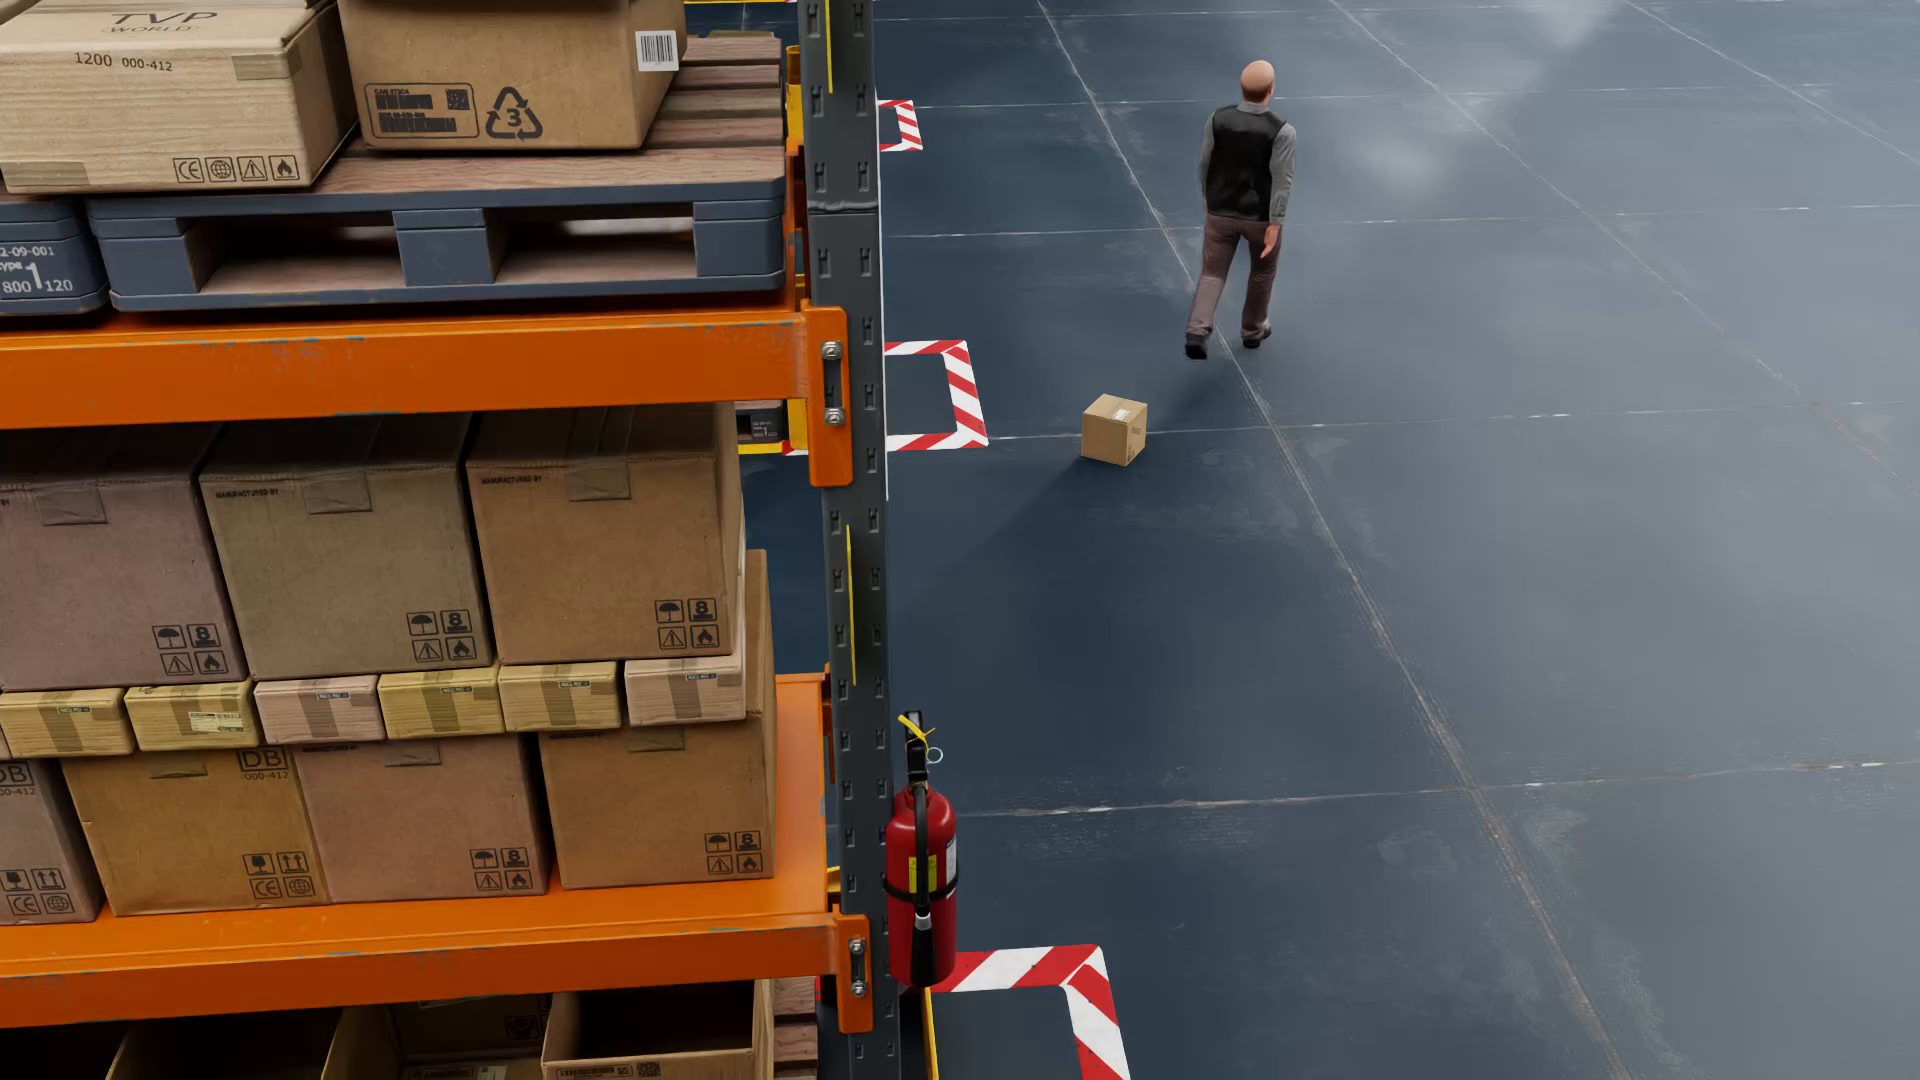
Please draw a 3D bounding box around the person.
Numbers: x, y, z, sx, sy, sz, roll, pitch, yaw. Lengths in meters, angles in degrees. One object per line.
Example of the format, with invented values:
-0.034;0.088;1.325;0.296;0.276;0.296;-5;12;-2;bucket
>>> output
1.542;-1.776;9.108;0.537;1.689;0.902;12;33;19;person
